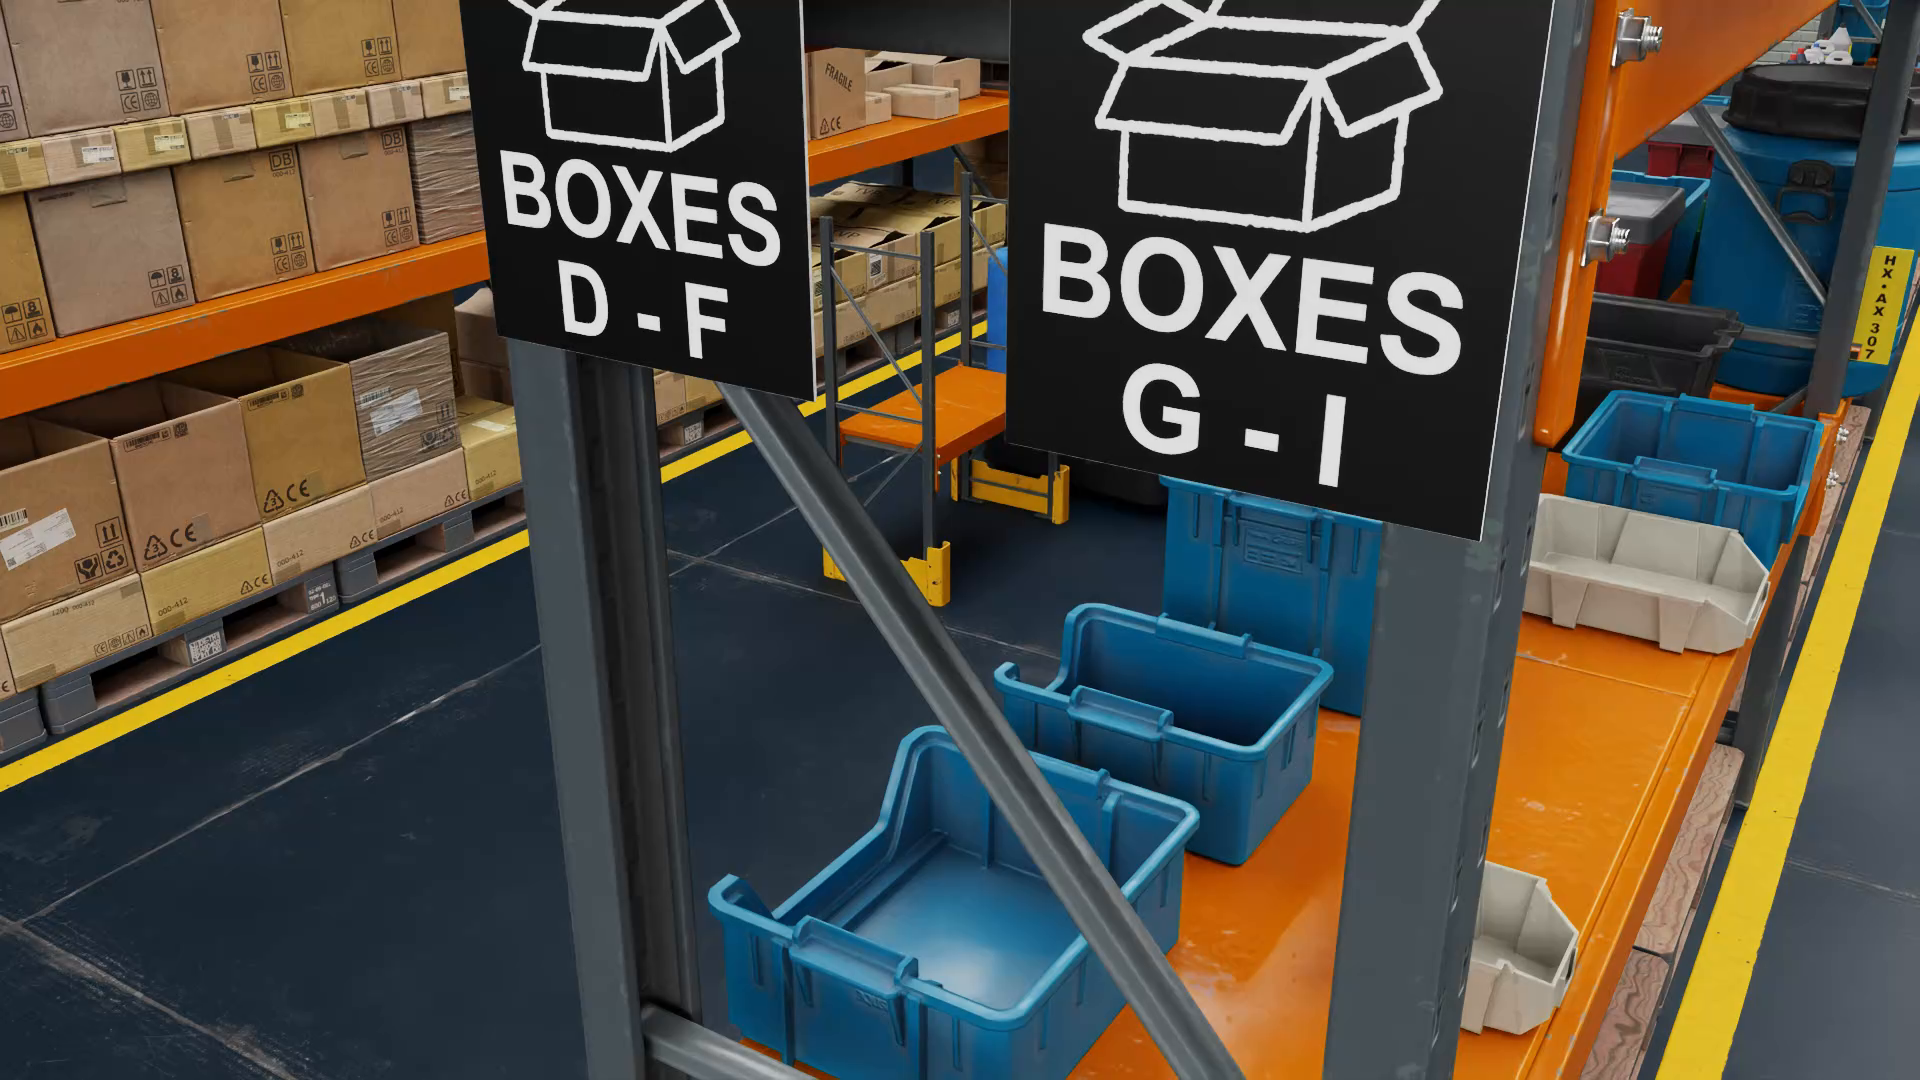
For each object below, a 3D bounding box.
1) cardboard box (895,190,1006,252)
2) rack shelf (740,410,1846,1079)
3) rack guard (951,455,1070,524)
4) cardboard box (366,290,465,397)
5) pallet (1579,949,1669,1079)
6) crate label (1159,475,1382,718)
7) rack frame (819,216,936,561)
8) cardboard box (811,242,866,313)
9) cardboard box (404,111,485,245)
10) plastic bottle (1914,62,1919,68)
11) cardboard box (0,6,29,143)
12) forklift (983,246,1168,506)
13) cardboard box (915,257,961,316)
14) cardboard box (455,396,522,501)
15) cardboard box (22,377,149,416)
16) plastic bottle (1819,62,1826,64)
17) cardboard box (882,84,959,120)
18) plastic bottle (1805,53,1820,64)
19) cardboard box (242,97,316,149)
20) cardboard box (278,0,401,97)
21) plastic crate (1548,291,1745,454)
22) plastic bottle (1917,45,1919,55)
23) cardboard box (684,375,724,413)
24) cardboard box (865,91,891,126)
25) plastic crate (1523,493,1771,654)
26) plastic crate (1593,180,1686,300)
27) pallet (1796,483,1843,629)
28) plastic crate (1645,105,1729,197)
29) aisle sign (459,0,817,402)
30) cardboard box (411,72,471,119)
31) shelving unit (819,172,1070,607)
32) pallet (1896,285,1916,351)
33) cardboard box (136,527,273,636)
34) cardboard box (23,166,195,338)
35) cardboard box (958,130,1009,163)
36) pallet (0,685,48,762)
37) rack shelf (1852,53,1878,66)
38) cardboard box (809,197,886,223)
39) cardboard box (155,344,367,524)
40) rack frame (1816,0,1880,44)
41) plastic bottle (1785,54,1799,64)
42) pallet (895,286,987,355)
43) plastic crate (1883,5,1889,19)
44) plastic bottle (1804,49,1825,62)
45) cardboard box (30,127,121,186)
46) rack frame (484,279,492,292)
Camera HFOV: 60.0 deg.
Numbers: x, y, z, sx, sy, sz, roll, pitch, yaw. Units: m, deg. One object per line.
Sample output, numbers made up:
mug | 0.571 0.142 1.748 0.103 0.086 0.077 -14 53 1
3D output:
cardboard box | -0.059 -1.994 10.306 0.500 0.311 0.500 15 27 30
rack shelf | 1.050 0.361 3.547 1.077 0.370 4.000 14 27 29
rack guard | 0.222 -0.257 7.529 0.587 0.250 0.087 14 27 29
cardboard box | -2.612 -0.868 7.468 0.500 0.500 0.500 14 27 29
pallet | 1.072 1.267 4.059 1.003 0.211 1.213 14 27 29
crate label | 0.736 0.011 3.403 0.502 0.435 0.616 14 27 29
rack frame | -0.313 -0.488 6.489 0.500 1.500 0.032 14 27 29
cardboard box | -0.862 -1.478 9.116 0.500 0.311 0.500 15 27 30
cardboard box | -2.330 -1.579 6.995 0.700 0.500 0.500 13 27 28
plastic bottle | 5.624 -2.687 9.844 0.097 0.271 0.097 0 23 0
cardboard box | -3.388 -1.497 5.173 0.700 0.500 0.500 14 27 29
forklift | 1.430 -2.013 8.210 1.130 2.935 3.031 18 29 35
cardboard box | -0.331 -1.561 10.013 0.500 0.250 0.500 14 27 28
cardboard box | -2.160 -0.412 7.359 0.500 0.250 0.500 14 27 29
cardboard box | -3.402 -0.361 6.297 0.500 0.500 0.500 14 27 29
plastic bottle | 5.081 -2.689 9.848 0.097 0.271 0.097 0 23 0
cardboard box | -0.231 -2.557 9.697 0.380 0.149 0.250 14 27 29
plastic bottle | 5.146 -2.820 10.146 0.152 0.276 0.135 14 27 29
cardboard box | -2.601 -1.548 6.107 0.380 0.149 0.250 14 27 29
cardboard box | -2.596 -2.003 6.342 0.700 0.500 0.500 14 27 29
plastic crate | 1.720 -0.466 4.629 0.767 0.338 0.504 14 27 29
plastic bottle | 5.898 -2.911 10.260 0.144 0.351 0.185 14 27 29
cardboard box | -1.407 -0.871 8.419 0.500 0.250 0.500 15 27 30
cardboard box | -0.616 -2.476 9.511 0.380 0.149 0.250 16 28 33
plastic crate | 1.463 0.078 3.627 0.530 0.136 0.437 14 27 29
plastic crate | 2.100 -0.901 5.476 0.402 0.464 0.583 14 27 29
pallet | 3.129 -0.051 7.103 1.003 0.211 1.213 14 27 29
plastic crate | 3.102 -1.543 6.957 0.402 0.464 0.583 14 27 29
aisle sign | -0.296 -0.525 1.416 0.394 0.787 0.004 14 27 29
cardboard box | -2.195 -1.808 6.707 0.380 0.149 0.250 13 27 28
shelving unit | -0.040 -0.663 6.893 0.587 1.500 1.083 14 27 29
pallet | 5.239 -1.400 10.218 1.003 0.211 1.213 14 27 29
cardboard box | -2.947 0.095 6.187 0.500 0.250 0.500 14 27 29
cardboard box | -3.140 -1.058 5.791 0.700 0.500 0.500 15 27 31
cardboard box | 0.328 -2.817 11.631 0.500 0.250 0.500 15 28 31
pallet | -3.844 0.679 5.416 1.003 0.211 1.213 14 27 29
rack shelf | 7.380 -3.689 12.902 1.077 0.370 4.000 14 27 29
cardboard box | -0.787 -1.928 10.154 0.500 0.311 0.500 13 27 28
cardboard box | -2.695 -0.421 6.434 0.500 0.500 0.500 14 27 29
rack frame | 6.325 -3.345 11.200 1.000 3.000 0.127 14 27 29
plastic bottle | 4.788 -2.629 9.608 0.144 0.351 0.185 14 27 29
pallet | -0.459 -1.484 10.413 1.003 0.211 1.213 14 27 29
plastic crate | 7.172 -4.085 13.046 0.416 0.233 0.300 14 27 29
plastic bottle | 5.268 -2.899 10.326 0.152 0.276 0.135 14 27 29
cardboard box | -3.010 -1.283 5.496 0.380 0.149 0.250 14 27 29
rack frame | -2.101 -1.684 7.364 1.000 3.000 0.127 14 27 29
